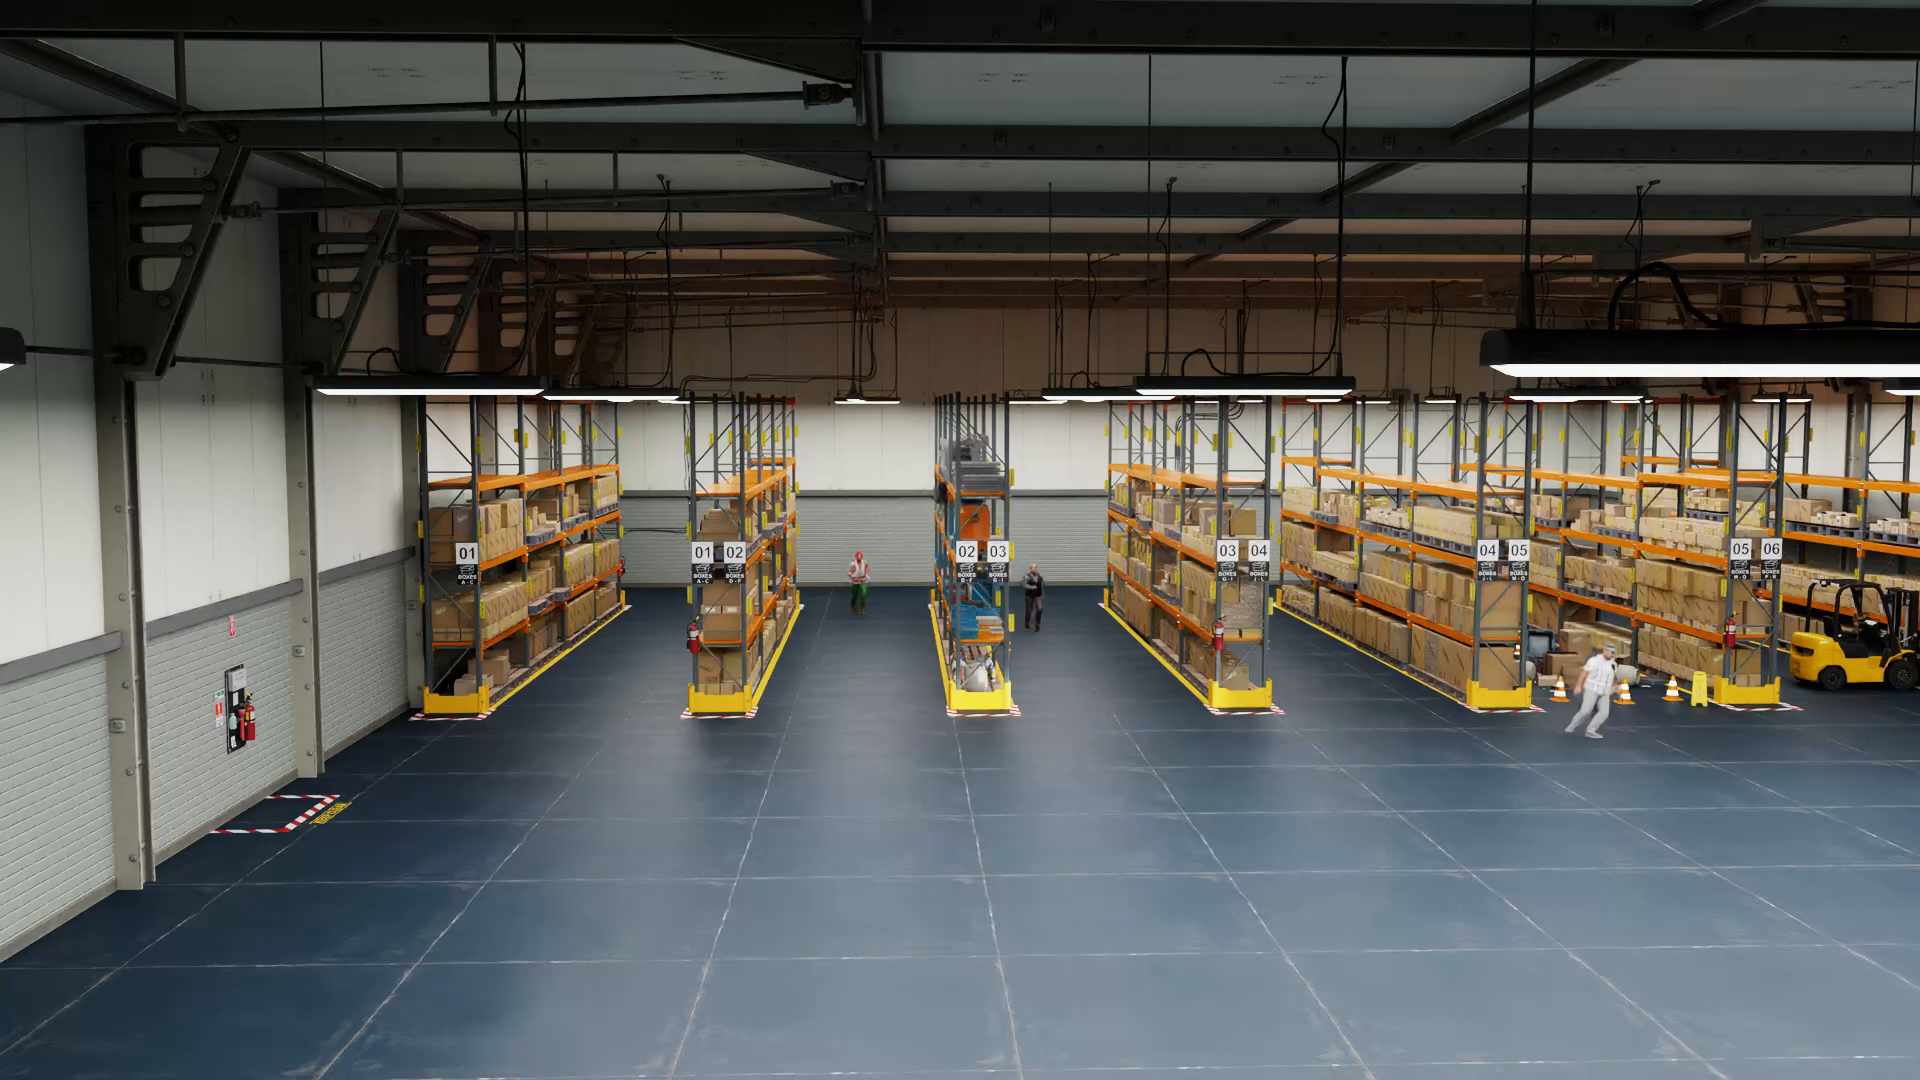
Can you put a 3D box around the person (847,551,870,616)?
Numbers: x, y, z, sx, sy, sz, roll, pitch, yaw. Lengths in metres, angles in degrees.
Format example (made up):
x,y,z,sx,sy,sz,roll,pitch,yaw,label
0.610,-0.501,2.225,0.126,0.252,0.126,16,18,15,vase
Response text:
x,y,z,sx,sy,sz,roll,pitch,yaw,label
-2.787,1.166,45.534,0.648,1.750,1.070,-1,5,-16,person

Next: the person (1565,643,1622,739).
x,y,z,sx,sy,sz,roll,pitch,yaw,label
10.940,2.587,28.683,0.831,1.666,0.667,-1,5,-18,person

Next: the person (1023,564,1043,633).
x,y,z,sx,sy,sz,roll,pitch,yaw,label
1.870,1.484,42.277,0.630,1.774,0.832,-1,5,-16,person
